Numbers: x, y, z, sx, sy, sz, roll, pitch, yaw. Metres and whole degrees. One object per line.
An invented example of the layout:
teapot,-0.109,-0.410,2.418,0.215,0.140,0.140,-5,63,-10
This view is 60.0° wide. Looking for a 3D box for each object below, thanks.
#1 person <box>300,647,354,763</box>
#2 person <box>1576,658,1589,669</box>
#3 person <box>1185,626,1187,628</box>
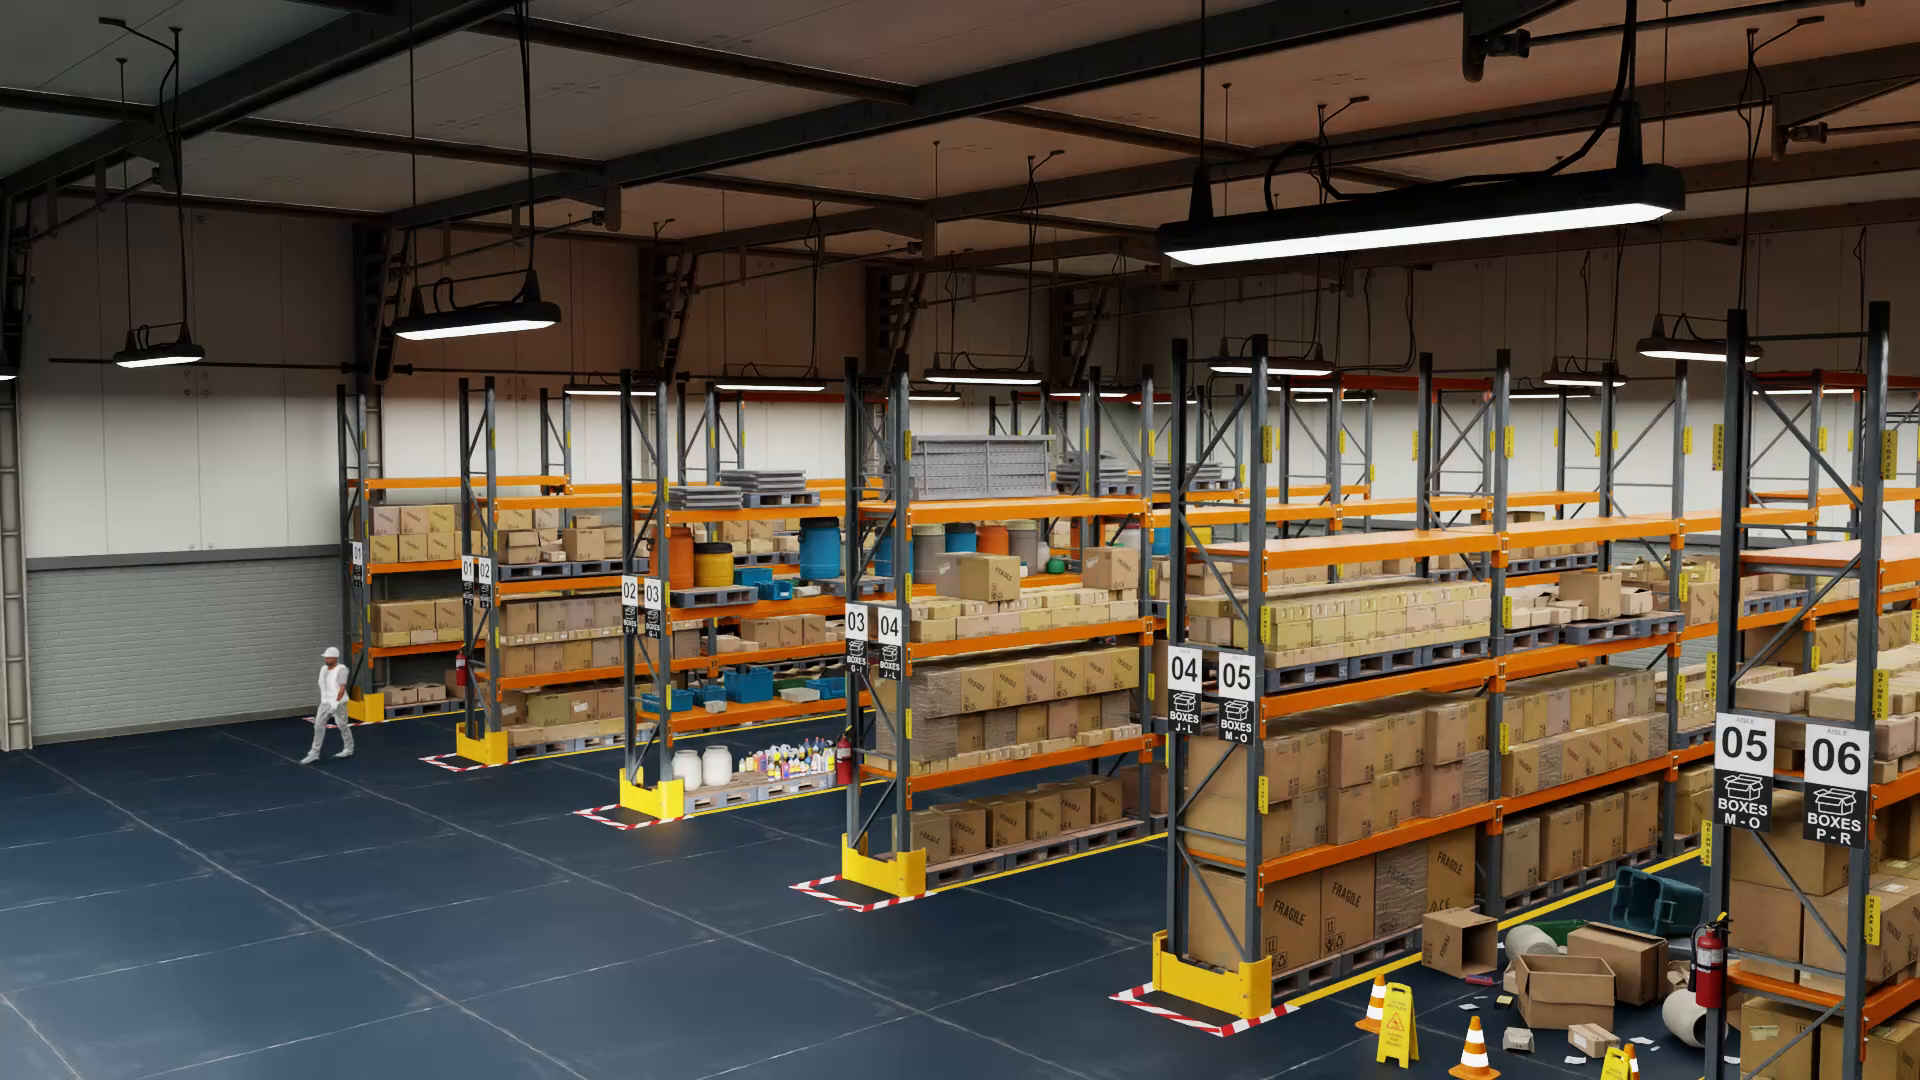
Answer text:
person,-9.875,2.566,26.022,0.565,1.772,0.805,2,4,22
person,9.487,2.624,25.347,0.846,1.775,0.622,-2,4,-27
person,5.312,1.693,39.534,0.533,1.746,0.855,0,4,-1
